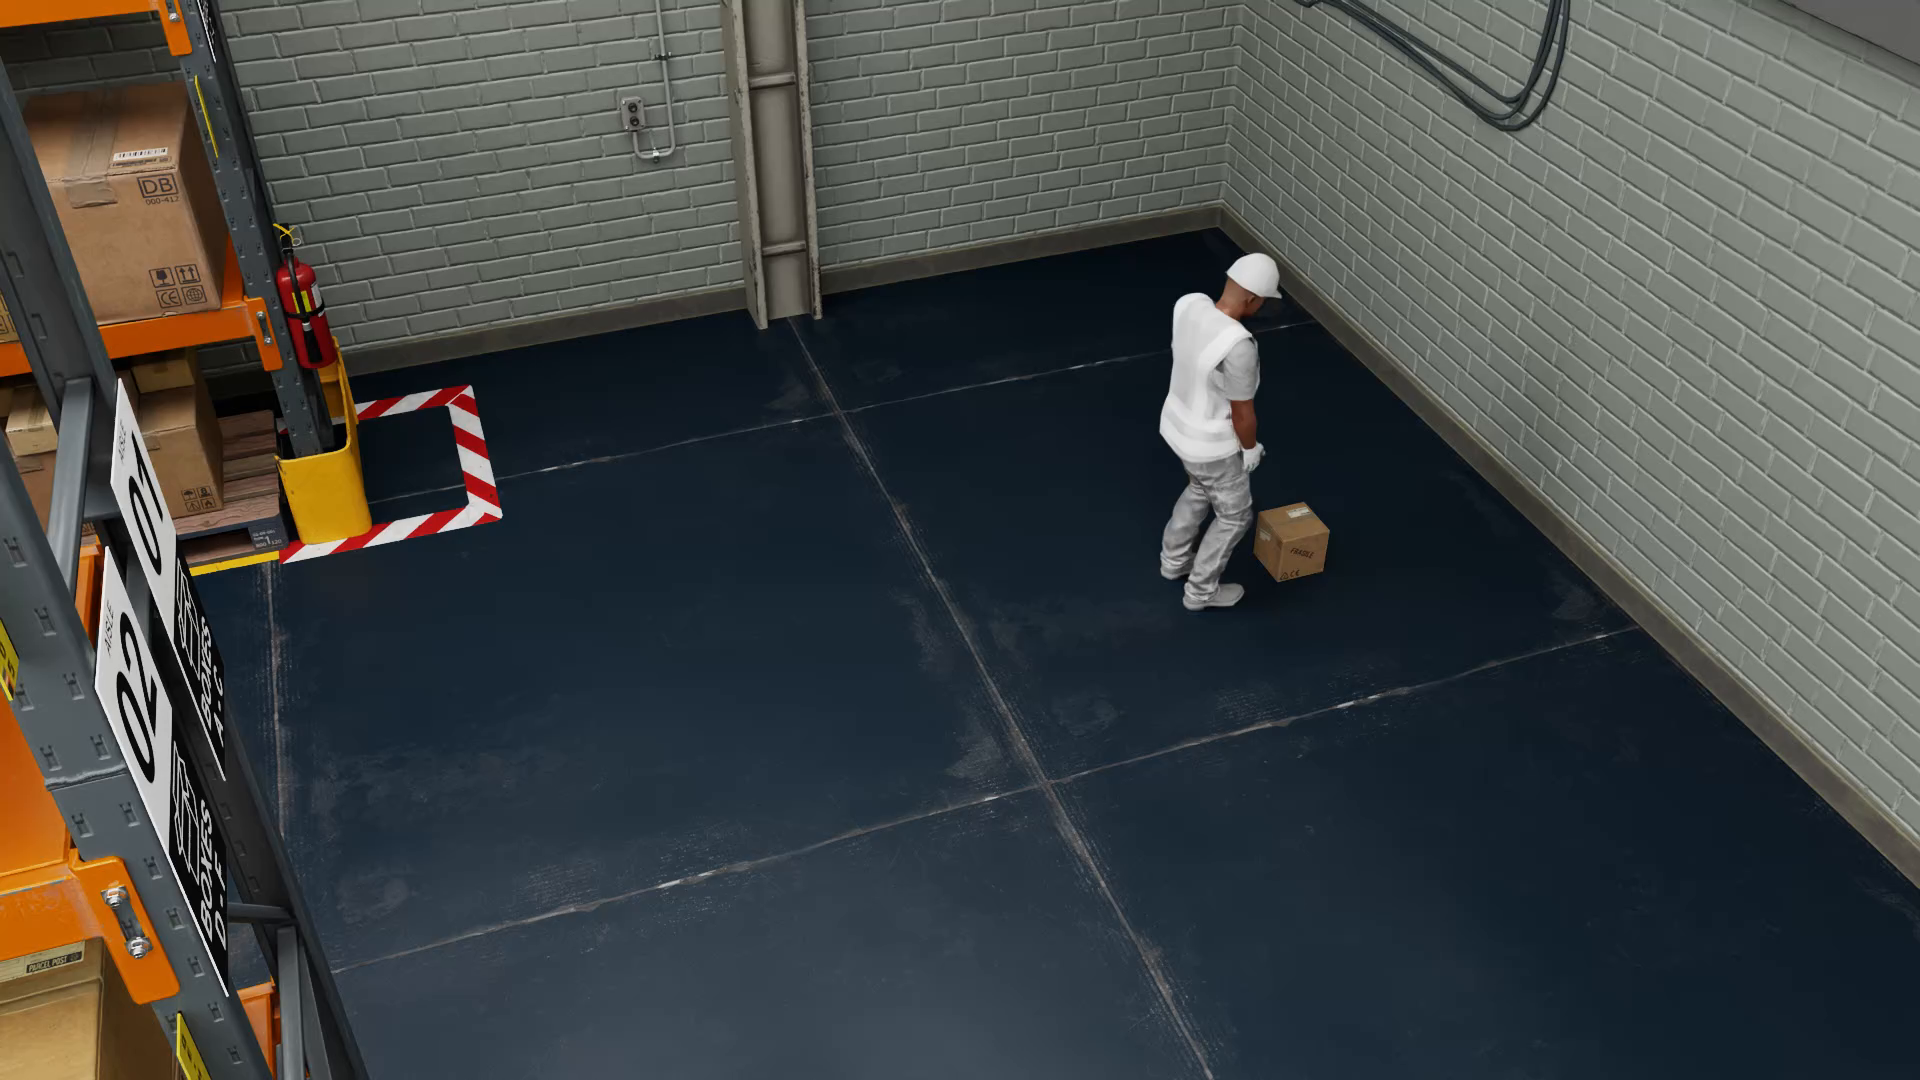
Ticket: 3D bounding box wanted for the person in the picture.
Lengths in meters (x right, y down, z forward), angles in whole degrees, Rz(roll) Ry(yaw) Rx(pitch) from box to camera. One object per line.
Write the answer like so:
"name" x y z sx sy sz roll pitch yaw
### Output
"person" 1.143 -0.490 7.463 0.477 1.721 0.576 -12 39 -15
